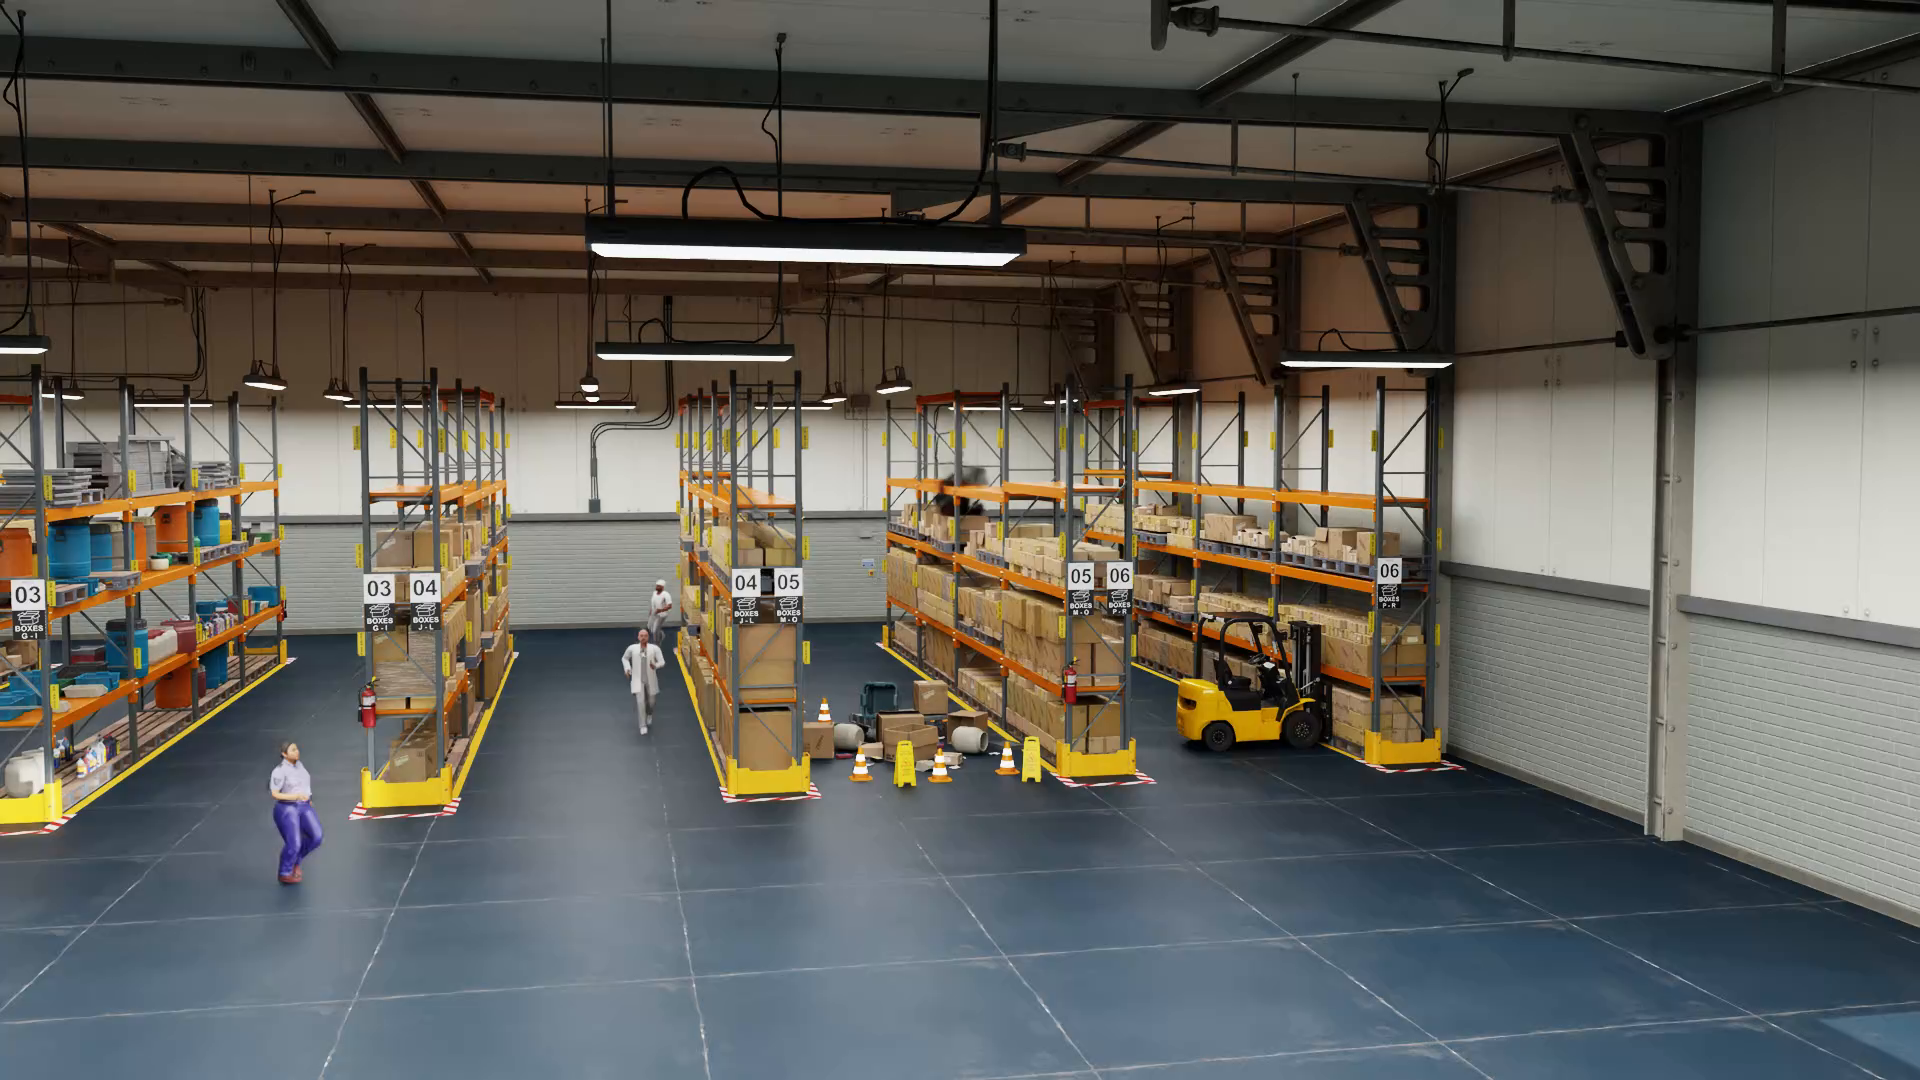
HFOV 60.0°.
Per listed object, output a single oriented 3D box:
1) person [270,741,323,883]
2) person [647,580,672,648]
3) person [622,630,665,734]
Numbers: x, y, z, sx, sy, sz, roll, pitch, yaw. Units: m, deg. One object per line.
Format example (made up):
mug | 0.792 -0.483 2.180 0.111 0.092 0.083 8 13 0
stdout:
person | -7.481 3.071 18.802 0.550 1.603 0.594 1 4 19
person | -7.173 1.788 39.887 0.693 1.703 0.567 3 4 40
person | -5.438 2.417 28.588 0.719 1.752 0.979 -1 4 -15
